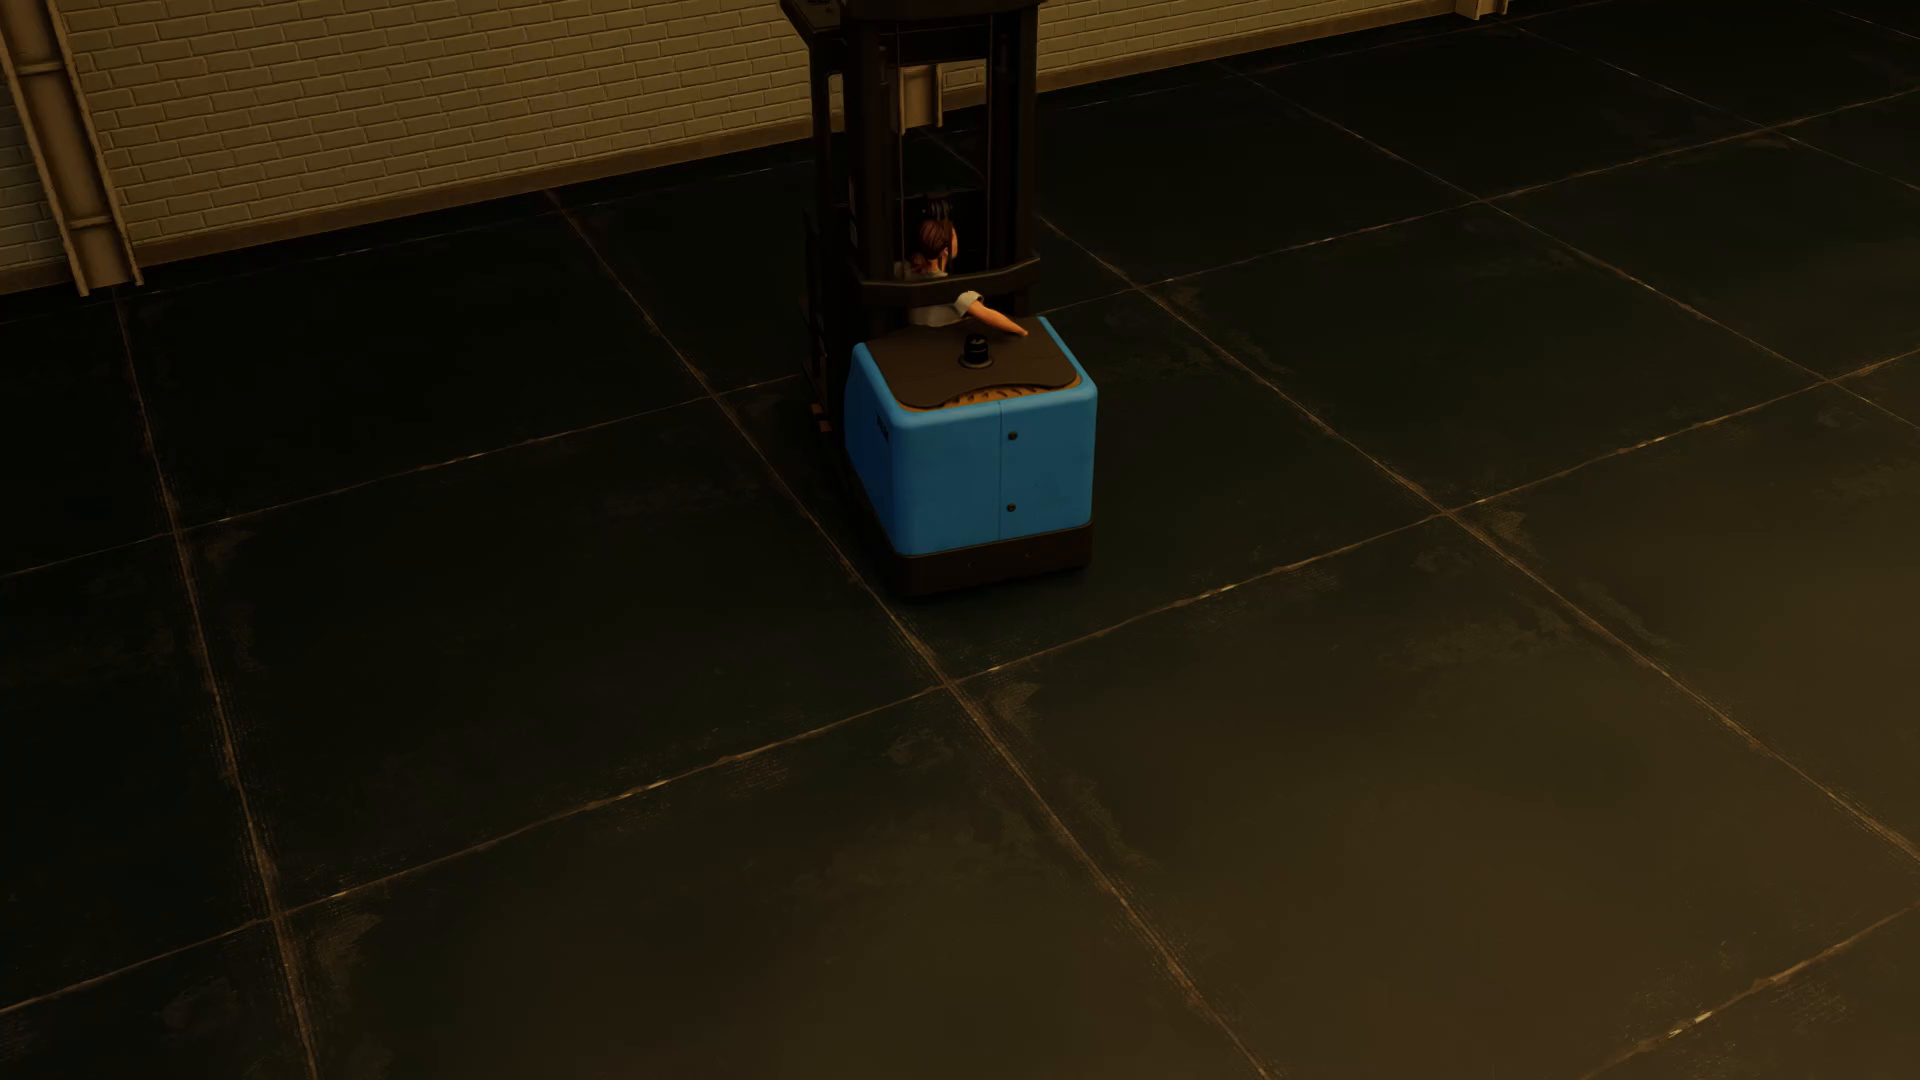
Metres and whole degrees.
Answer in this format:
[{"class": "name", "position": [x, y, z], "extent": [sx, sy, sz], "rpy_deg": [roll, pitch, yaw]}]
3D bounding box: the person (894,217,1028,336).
[{"class": "person", "position": [0.096, -1.041, 8.689], "extent": [0.878, 1.527, 0.979], "rpy_deg": [-25, 42, -30]}]

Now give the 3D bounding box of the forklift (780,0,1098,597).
[{"class": "forklift", "position": [-0.253, -1.767, 8.623], "extent": [1.130, 2.935, 3.031], "rpy_deg": [-10, 37, -14]}]
